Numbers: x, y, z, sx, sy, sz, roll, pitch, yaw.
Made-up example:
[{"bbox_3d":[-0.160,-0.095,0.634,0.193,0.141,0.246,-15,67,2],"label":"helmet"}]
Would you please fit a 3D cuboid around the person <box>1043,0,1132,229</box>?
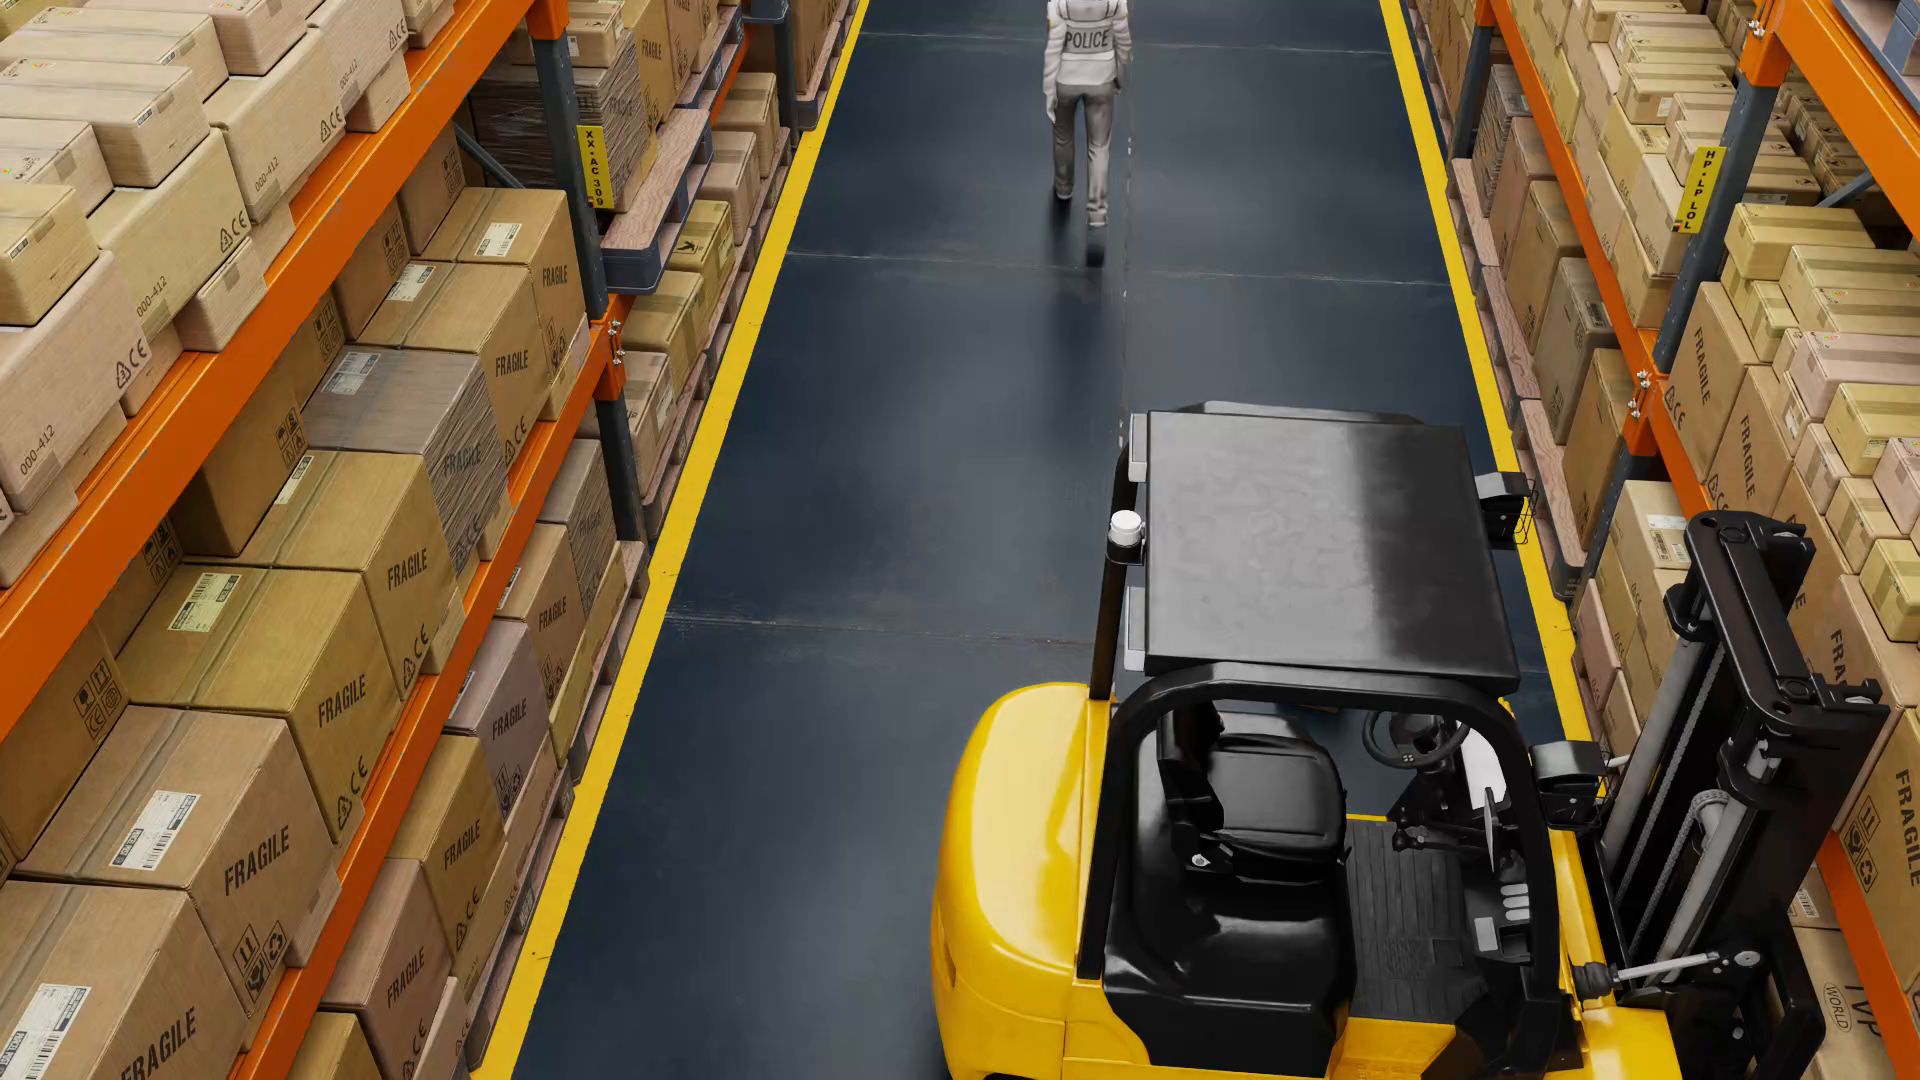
[{"bbox_3d":[0.688,-2.512,9.085,0.480,1.651,0.910,0,40,0],"label":"person"}]
